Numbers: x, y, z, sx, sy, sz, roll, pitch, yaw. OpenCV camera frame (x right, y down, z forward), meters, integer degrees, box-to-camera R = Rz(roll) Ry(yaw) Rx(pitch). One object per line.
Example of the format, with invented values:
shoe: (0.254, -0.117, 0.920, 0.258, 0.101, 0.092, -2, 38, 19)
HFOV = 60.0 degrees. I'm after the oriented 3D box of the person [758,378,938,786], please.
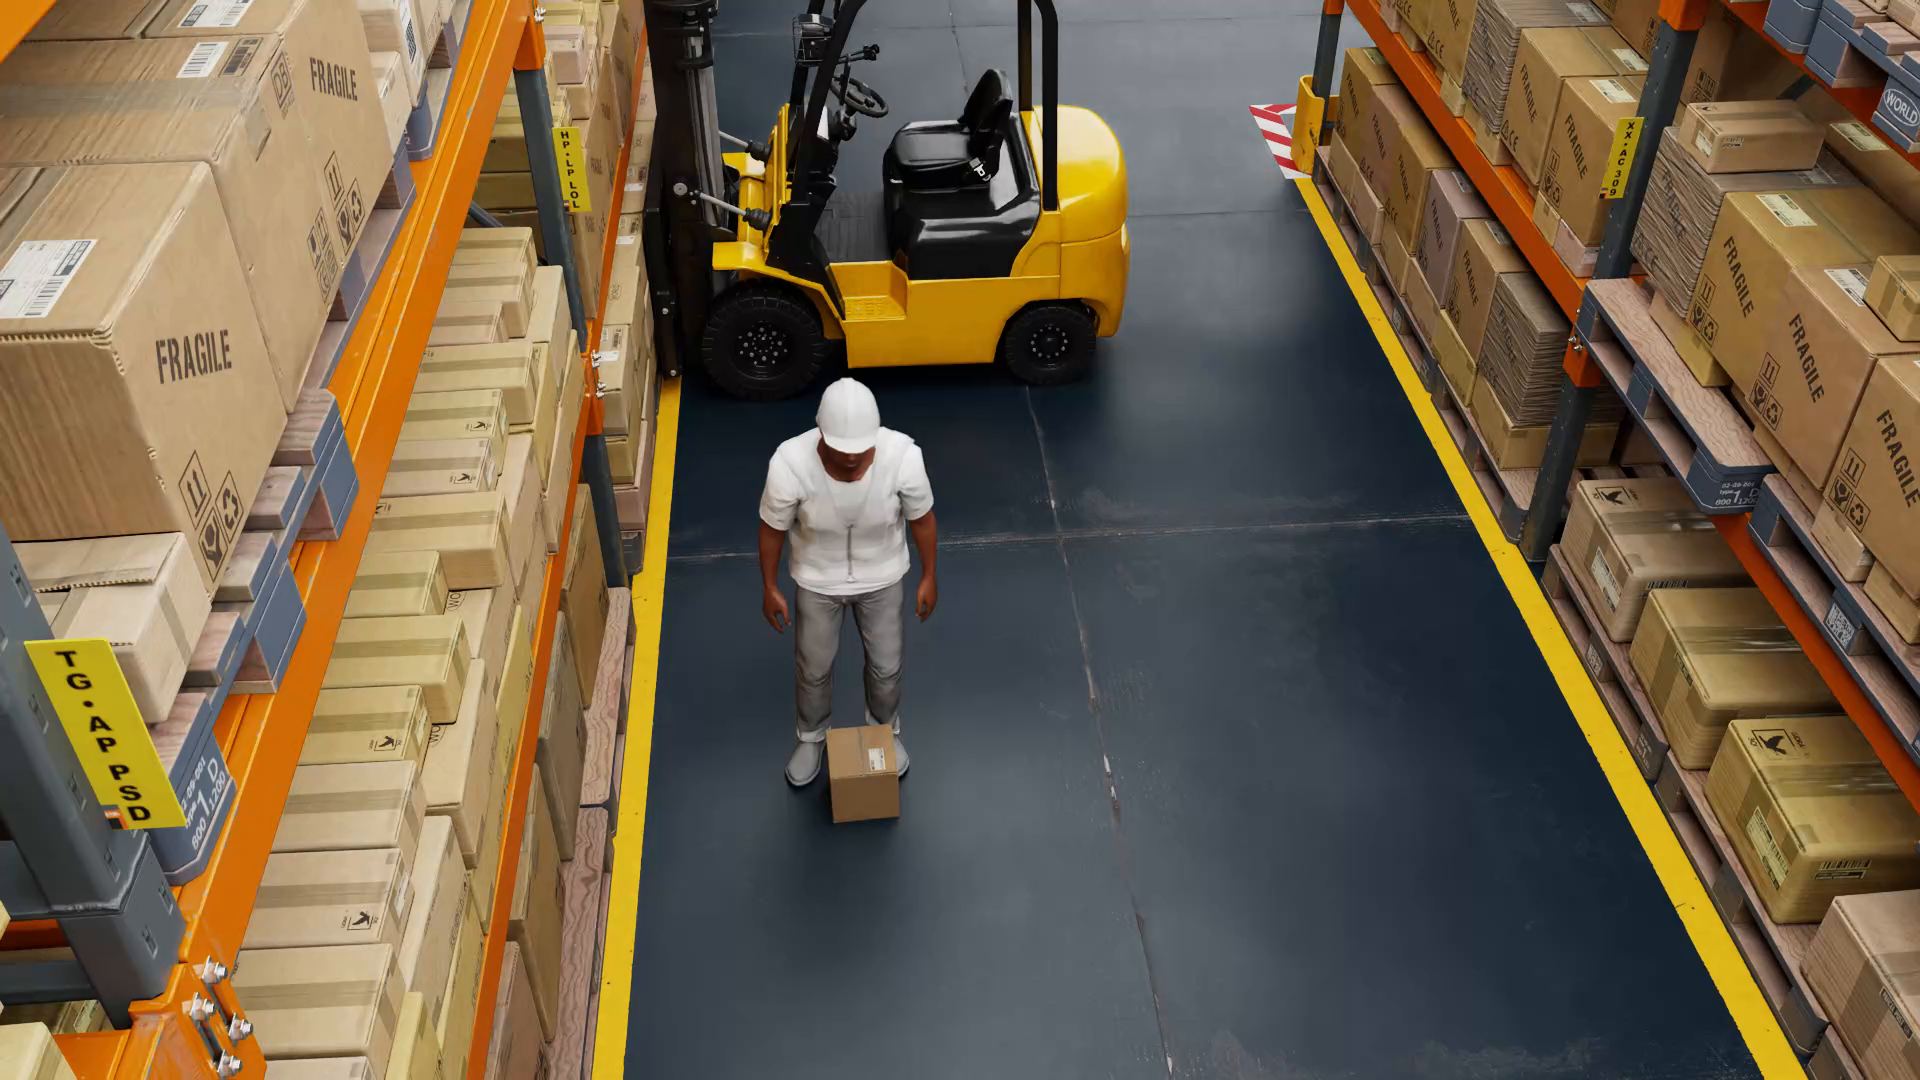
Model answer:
person: (-0.395, 0.153, 5.950, 0.636, 1.760, 0.459, -4, 39, -5)
